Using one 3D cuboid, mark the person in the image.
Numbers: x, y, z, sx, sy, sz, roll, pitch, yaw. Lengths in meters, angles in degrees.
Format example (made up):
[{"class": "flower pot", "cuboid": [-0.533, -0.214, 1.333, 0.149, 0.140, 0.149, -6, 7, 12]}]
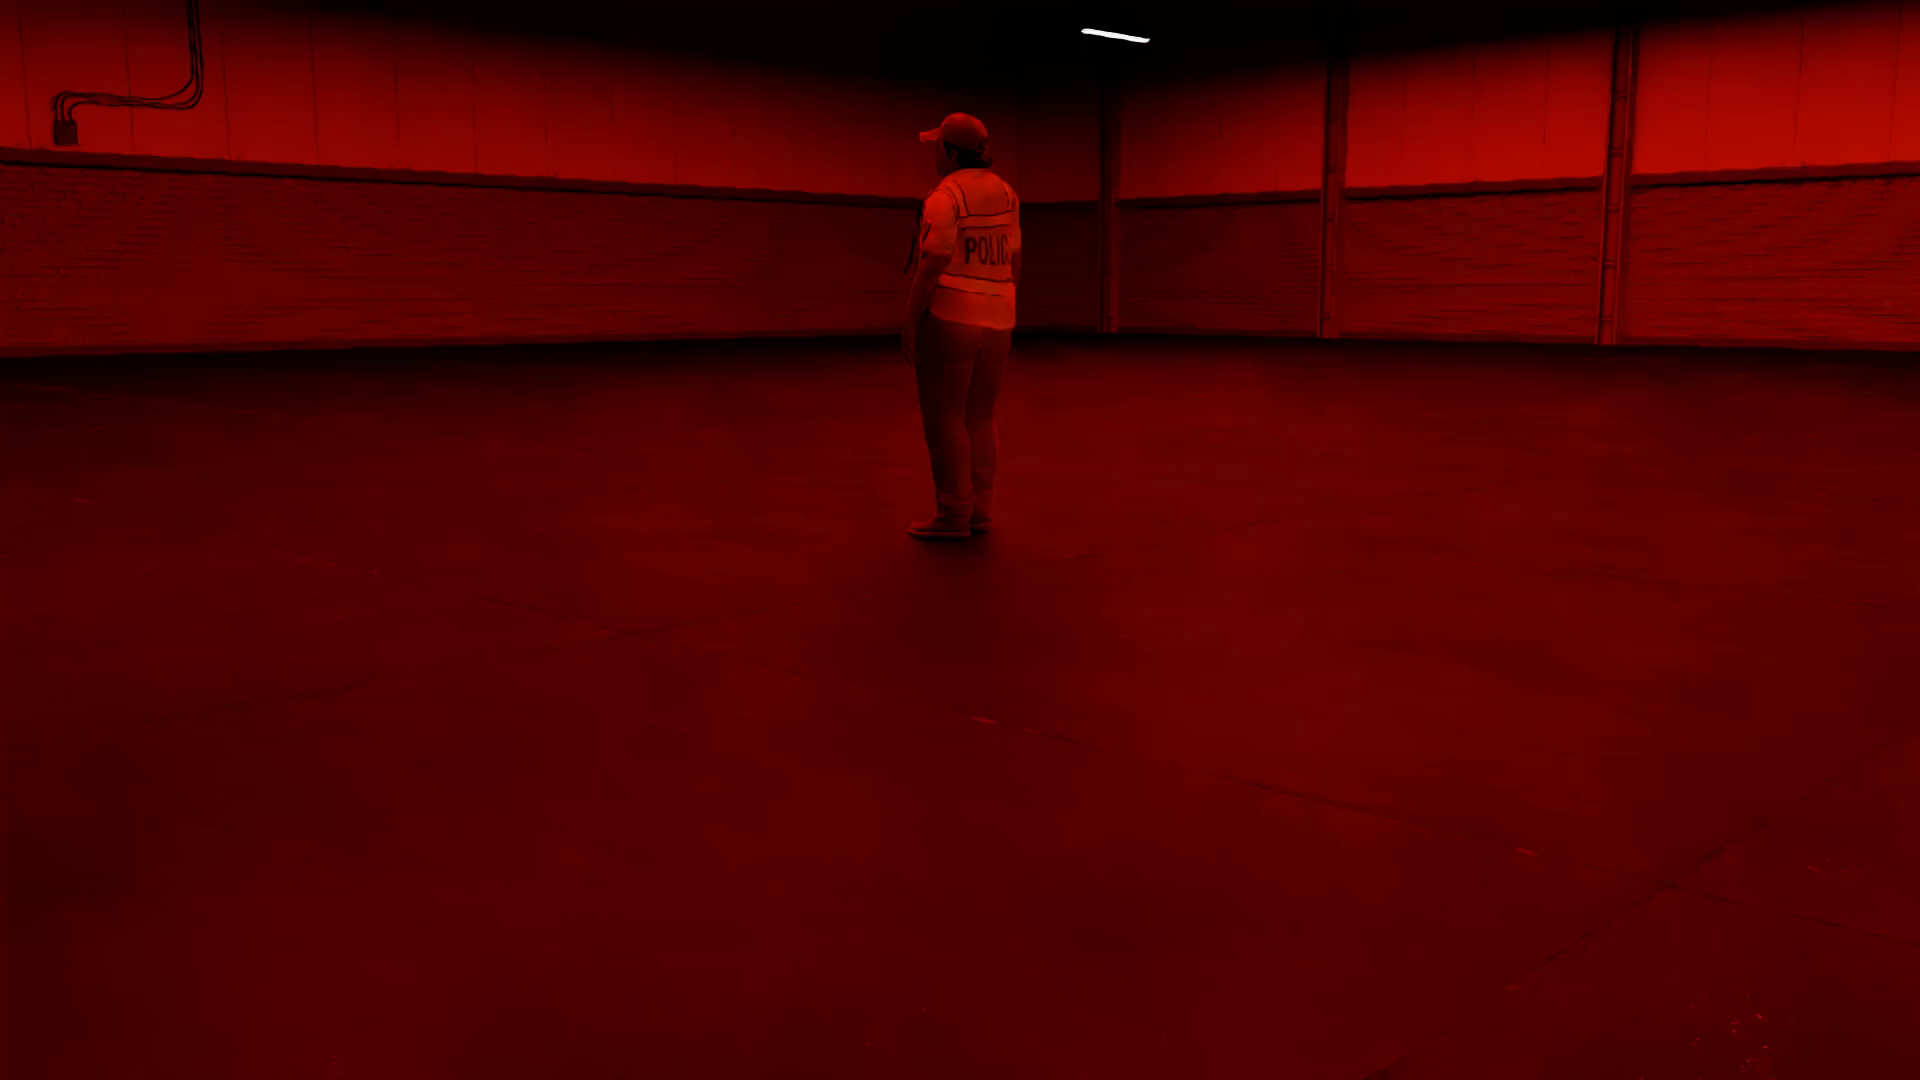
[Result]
[{"class": "person", "cuboid": [-0.039, -0.841, 6.661, 0.529, 1.669, 0.599, 8, 12, 43]}]
